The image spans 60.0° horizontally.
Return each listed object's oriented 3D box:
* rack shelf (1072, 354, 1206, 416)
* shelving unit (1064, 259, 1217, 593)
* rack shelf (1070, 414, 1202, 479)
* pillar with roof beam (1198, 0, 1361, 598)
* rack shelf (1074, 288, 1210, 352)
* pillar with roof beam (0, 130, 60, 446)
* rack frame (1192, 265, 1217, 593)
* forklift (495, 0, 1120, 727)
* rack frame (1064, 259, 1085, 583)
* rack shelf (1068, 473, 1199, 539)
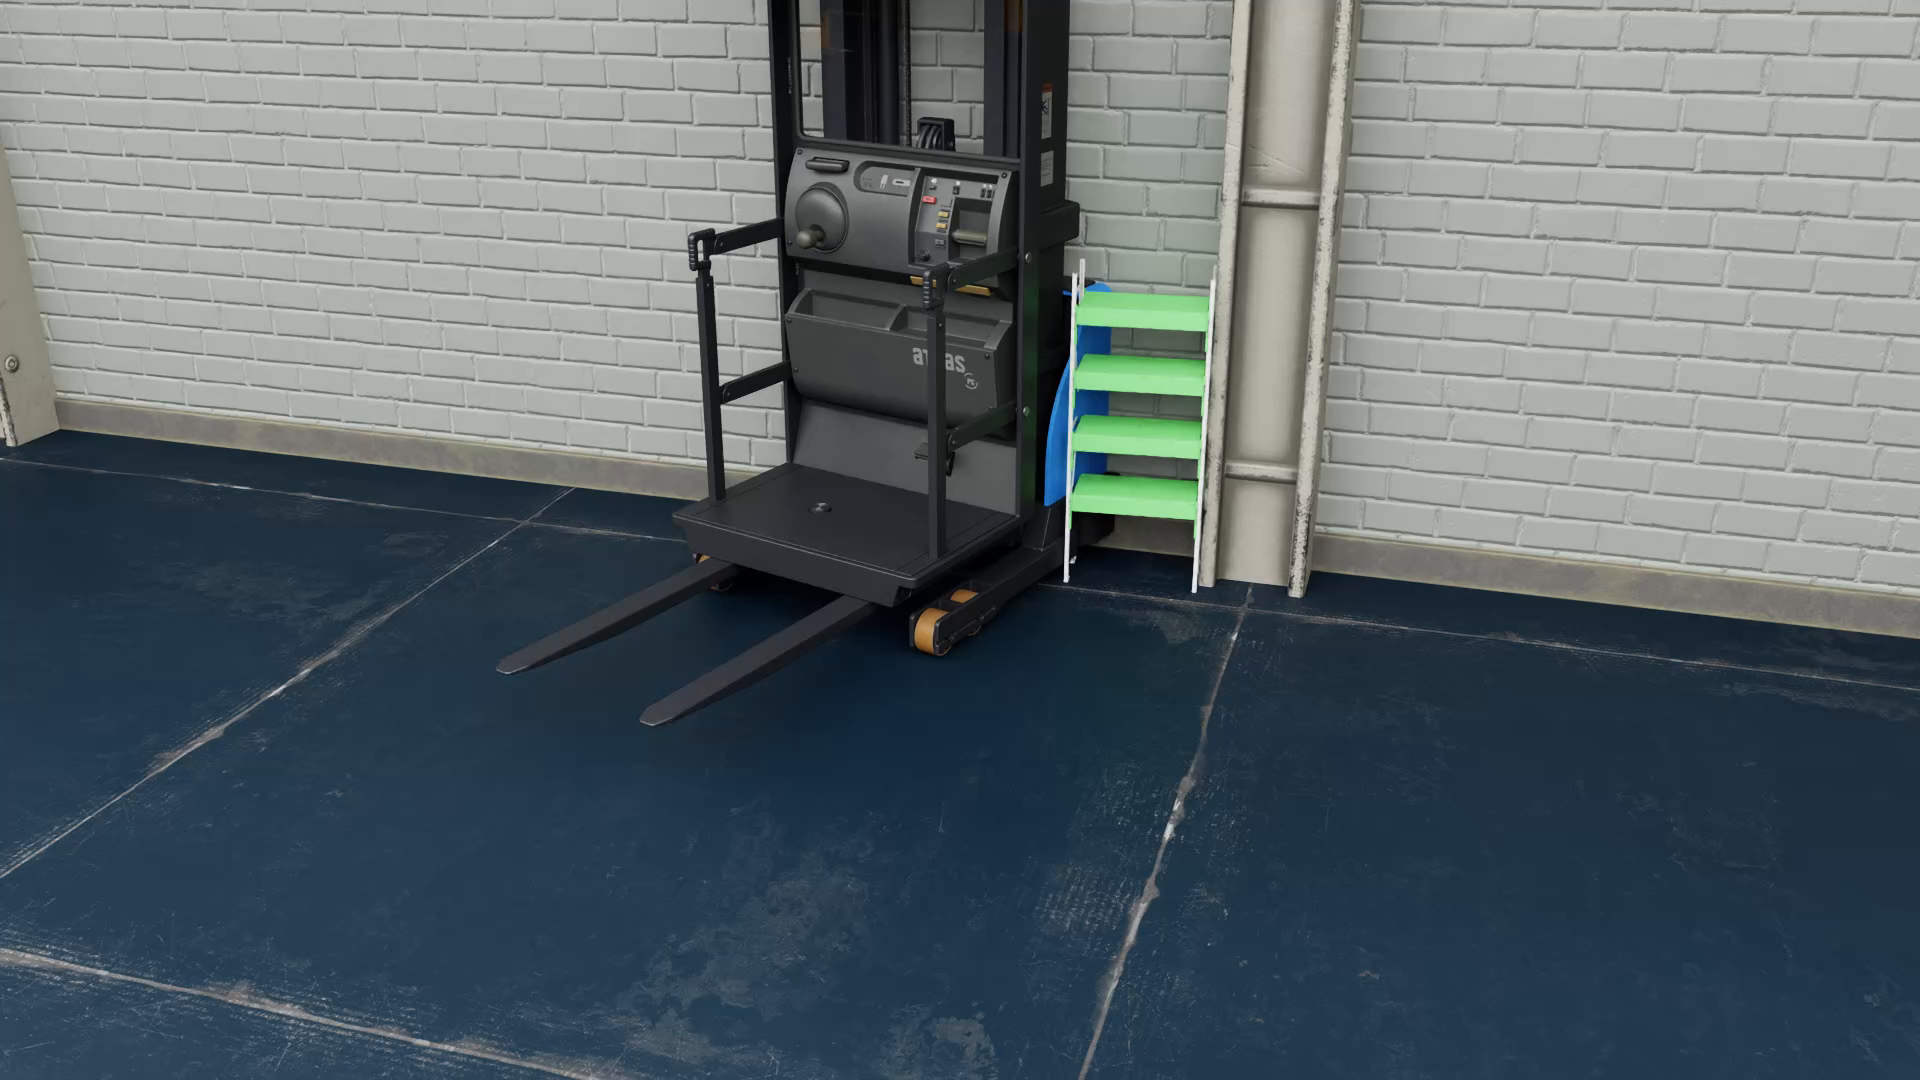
[{"bbox_3d":[0.669,-0.580,6.133,0.480,0.148,0.258,4,23,10],"label":"rack shelf"},{"bbox_3d":[0.668,-0.417,6.202,0.503,1.200,0.258,4,23,10],"label":"shelving unit"},{"bbox_3d":[0.668,-0.358,6.226,0.480,0.148,0.258,4,23,10],"label":"rack shelf"},{"bbox_3d":[-0.101,-2.460,0.910,0.400,9.000,9.100,7,23,16],"label":"pillar with roof beam"},{"bbox_3d":[0.669,-0.801,6.041,0.480,0.148,0.258,4,23,10],"label":"rack shelf"},{"bbox_3d":[-5.845,-3.118,2.513,0.400,9.000,9.100,7,23,16],"label":"pillar with roof beam"},{"bbox_3d":[0.908,-0.399,6.159,0.015,1.200,0.240,4,23,10],"label":"rack frame"},{"bbox_3d":[-0.346,-1.156,5.727,1.130,2.935,3.031,14,26,31],"label":"forklift"},{"bbox_3d":[0.429,-0.436,6.244,0.015,1.200,0.240,4,23,10],"label":"rack frame"},{"bbox_3d":[0.668,-0.137,6.319,0.480,0.148,0.258,4,23,10],"label":"rack shelf"}]
